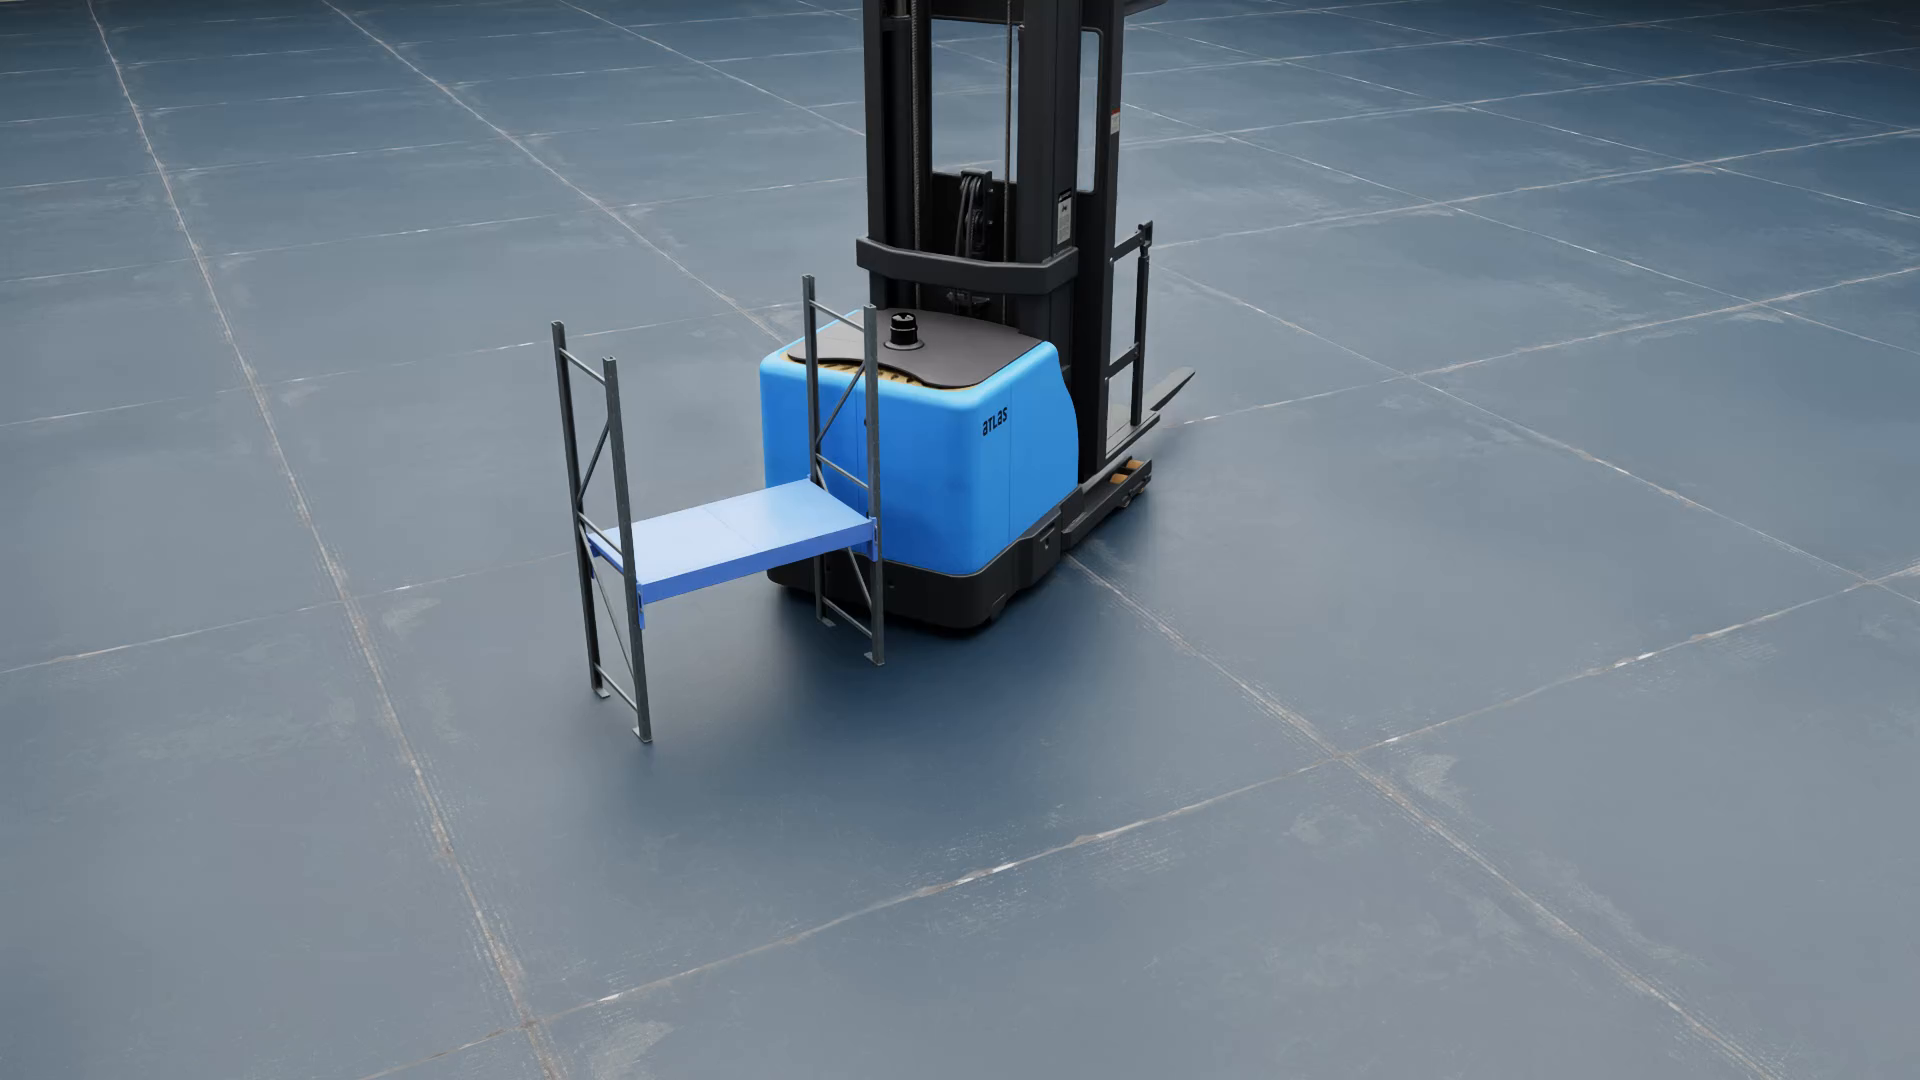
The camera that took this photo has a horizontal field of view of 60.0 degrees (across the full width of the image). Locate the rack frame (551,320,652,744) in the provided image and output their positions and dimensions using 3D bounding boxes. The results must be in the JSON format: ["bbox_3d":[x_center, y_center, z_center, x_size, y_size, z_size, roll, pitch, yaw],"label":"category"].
[{"bbox_3d":[-1.298,-0.012,6.043,0.032,1.500,0.500,-16,30,-30],"label":"rack frame"}]

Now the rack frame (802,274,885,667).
[{"bbox_3d":[-0.457,-0.259,6.557,0.032,1.500,0.500,-16,30,-30],"label":"rack frame"}]

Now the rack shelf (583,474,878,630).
[{"bbox_3d":[-0.877,0.027,6.378,1.000,0.185,0.538,-16,30,-30],"label":"rack shelf"}]

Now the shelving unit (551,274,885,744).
[{"bbox_3d":[-0.877,-0.136,6.300,1.048,1.500,0.538,-16,30,-30],"label":"shelving unit"}]

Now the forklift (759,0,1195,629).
[{"bbox_3d":[0.295,-1.560,7.613,1.130,2.935,3.031,13,29,25],"label":"forklift"}]
